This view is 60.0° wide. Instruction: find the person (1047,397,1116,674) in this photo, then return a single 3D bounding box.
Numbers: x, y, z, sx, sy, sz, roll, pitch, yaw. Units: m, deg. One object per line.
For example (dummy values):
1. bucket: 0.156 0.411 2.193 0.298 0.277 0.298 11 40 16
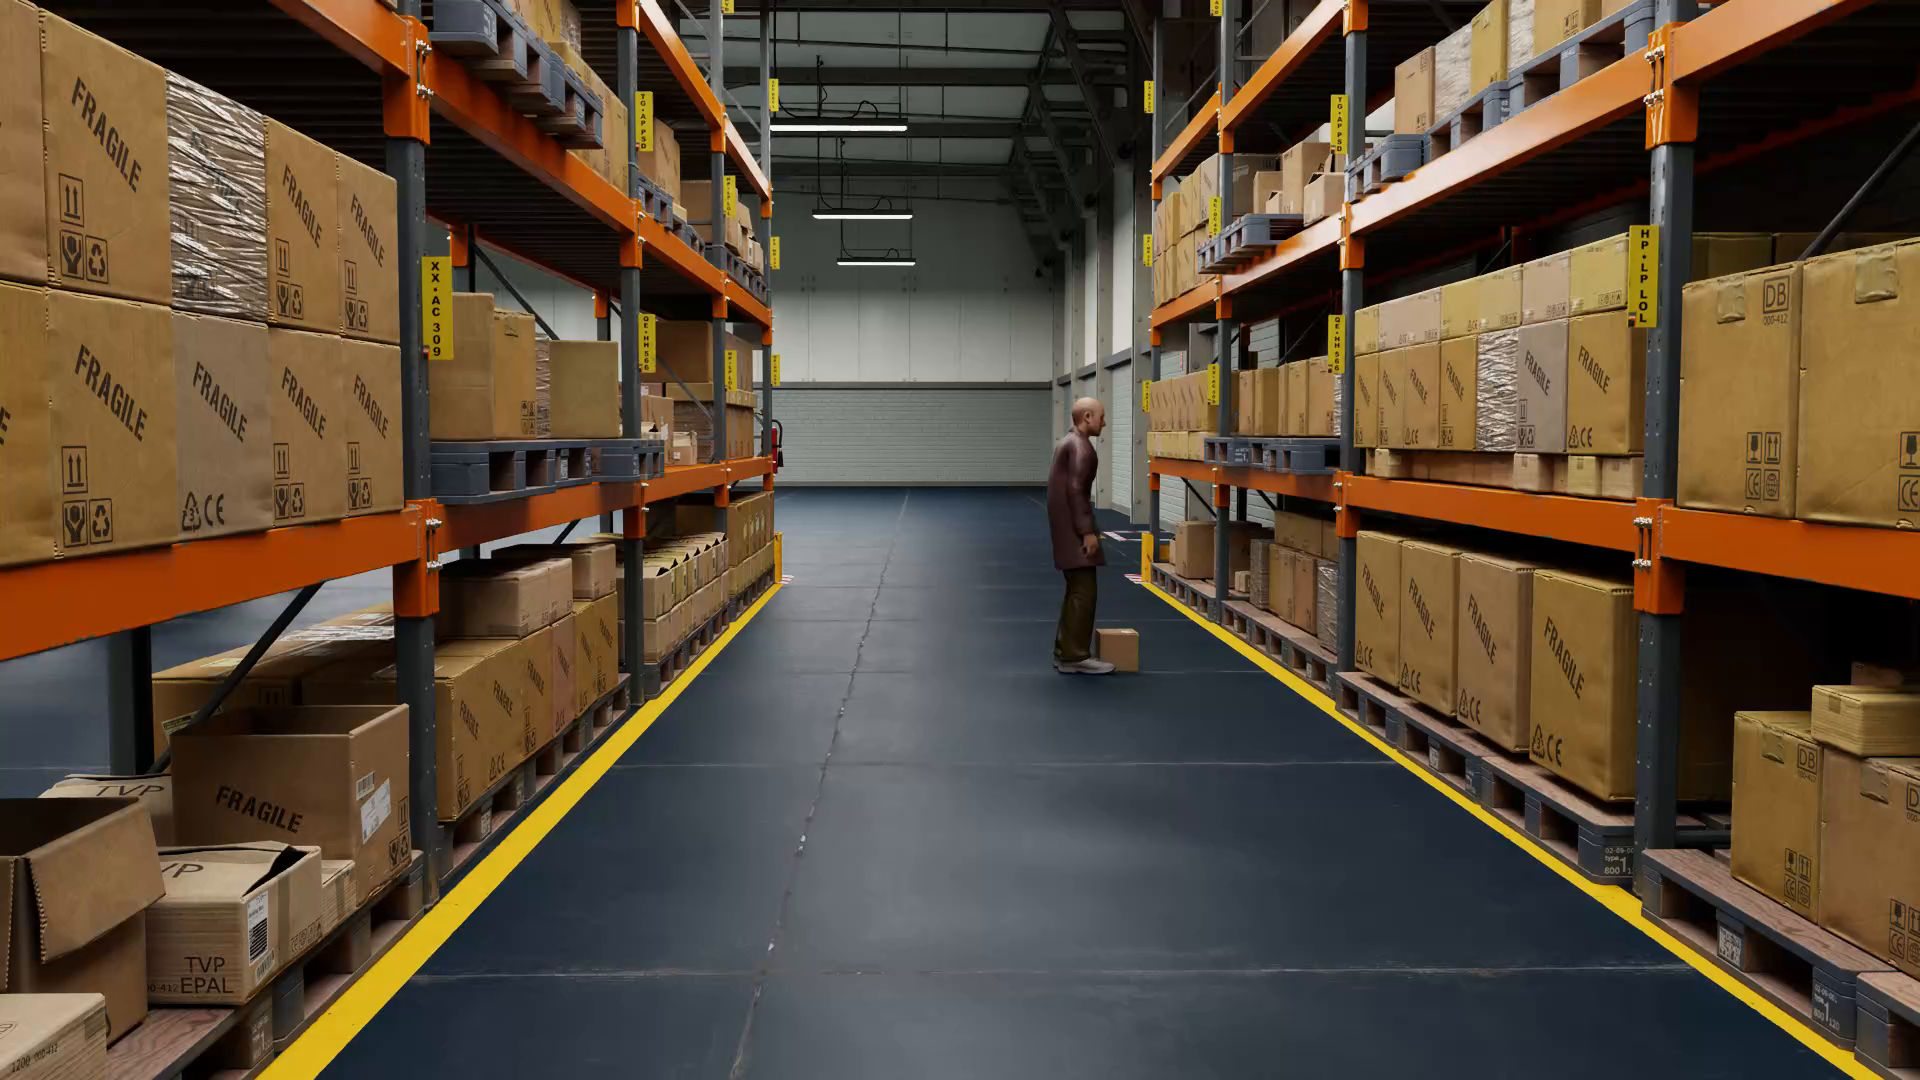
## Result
1. person: 0.778 -0.040 10.823 0.419 1.774 0.646 0 4 -2
